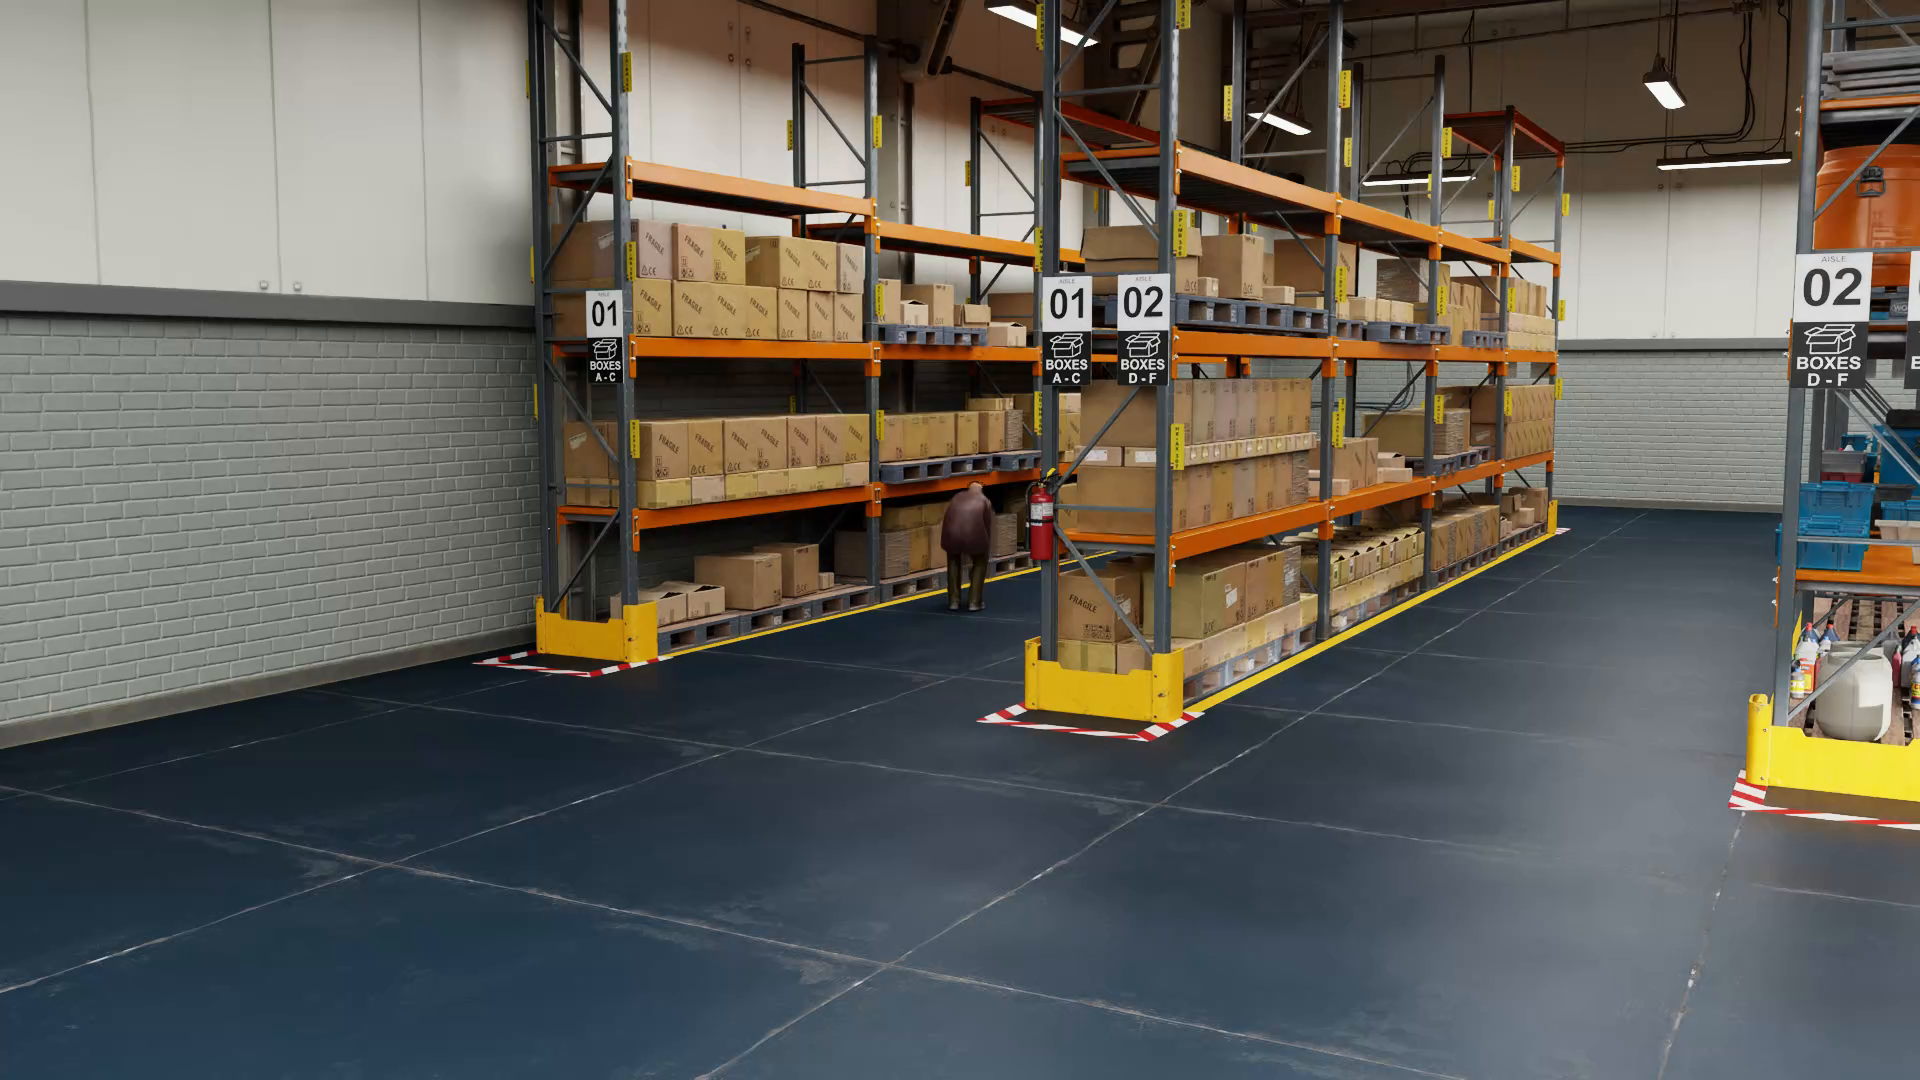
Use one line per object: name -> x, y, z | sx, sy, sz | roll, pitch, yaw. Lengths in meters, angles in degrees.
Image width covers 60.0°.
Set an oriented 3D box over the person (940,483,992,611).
person -> 0.104, 0.081, 17.756 | 0.550, 1.279, 0.914 | 1, 6, 12
